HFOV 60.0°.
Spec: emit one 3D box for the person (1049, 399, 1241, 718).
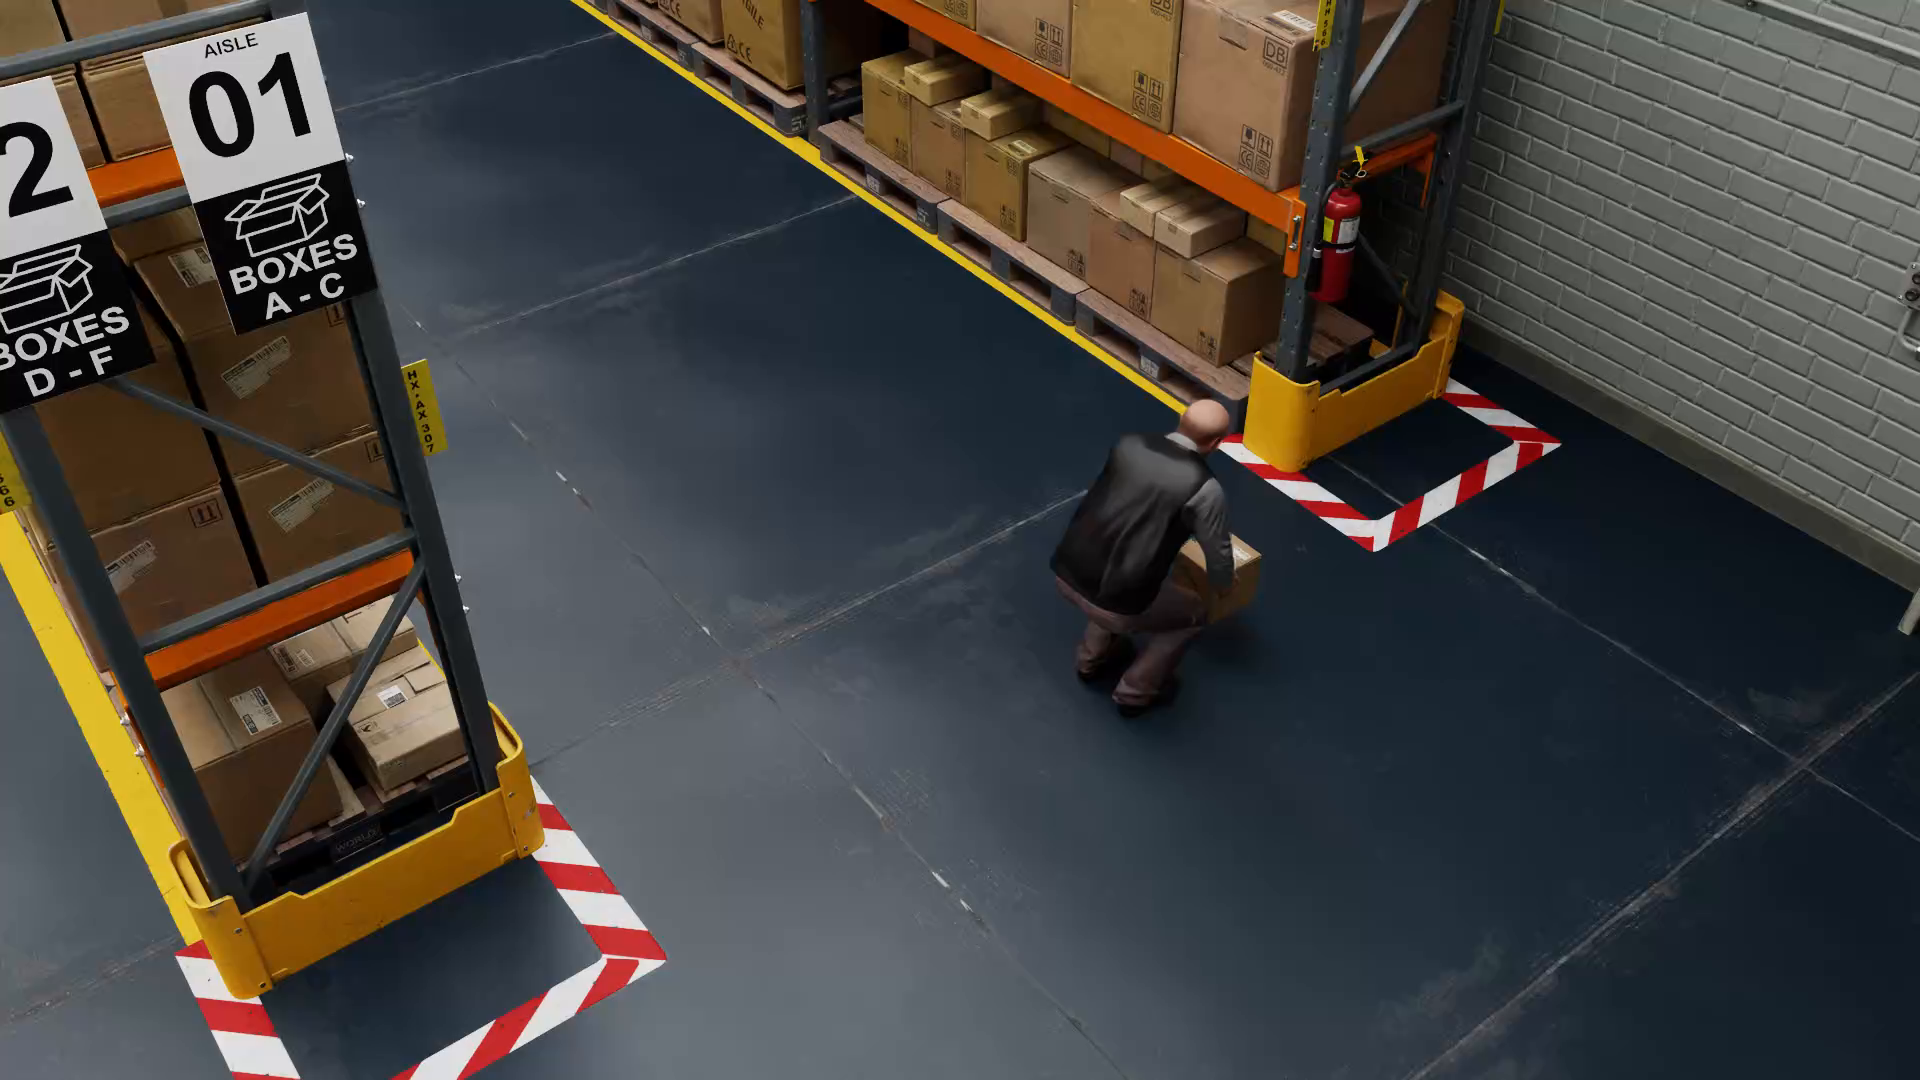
[{"bbox_3d":[0.713,0.067,6.500,0.782,1.205,0.579,-26,47,-28],"label":"person"}]
